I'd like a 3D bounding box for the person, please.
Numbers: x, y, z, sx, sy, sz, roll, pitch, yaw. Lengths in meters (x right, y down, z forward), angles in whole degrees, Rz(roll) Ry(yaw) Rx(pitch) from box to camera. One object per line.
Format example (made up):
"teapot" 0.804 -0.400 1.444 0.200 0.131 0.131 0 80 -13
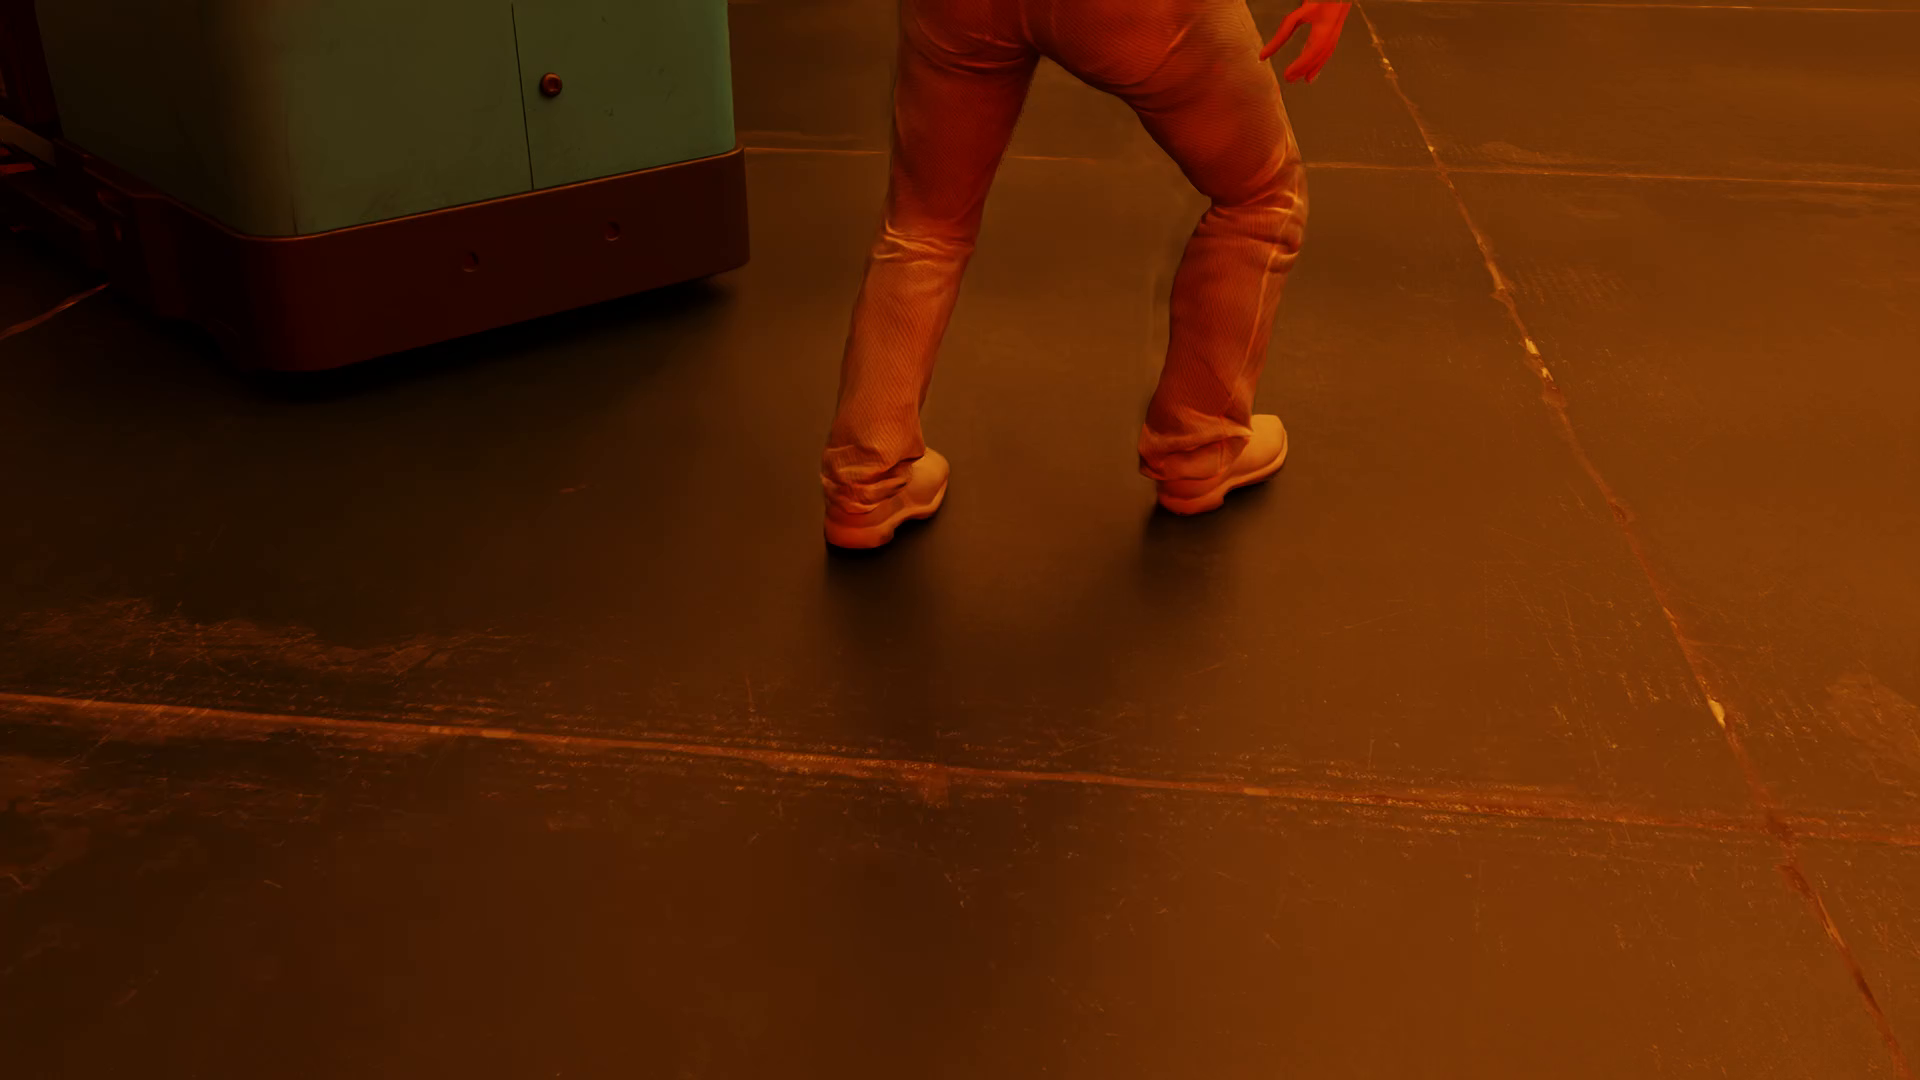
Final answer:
"person" 0.215 -0.823 2.269 0.693 1.690 0.792 13 29 24

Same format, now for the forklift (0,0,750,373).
"forklift" -1.811 -2.180 3.586 1.130 2.935 3.031 -22 34 -37
